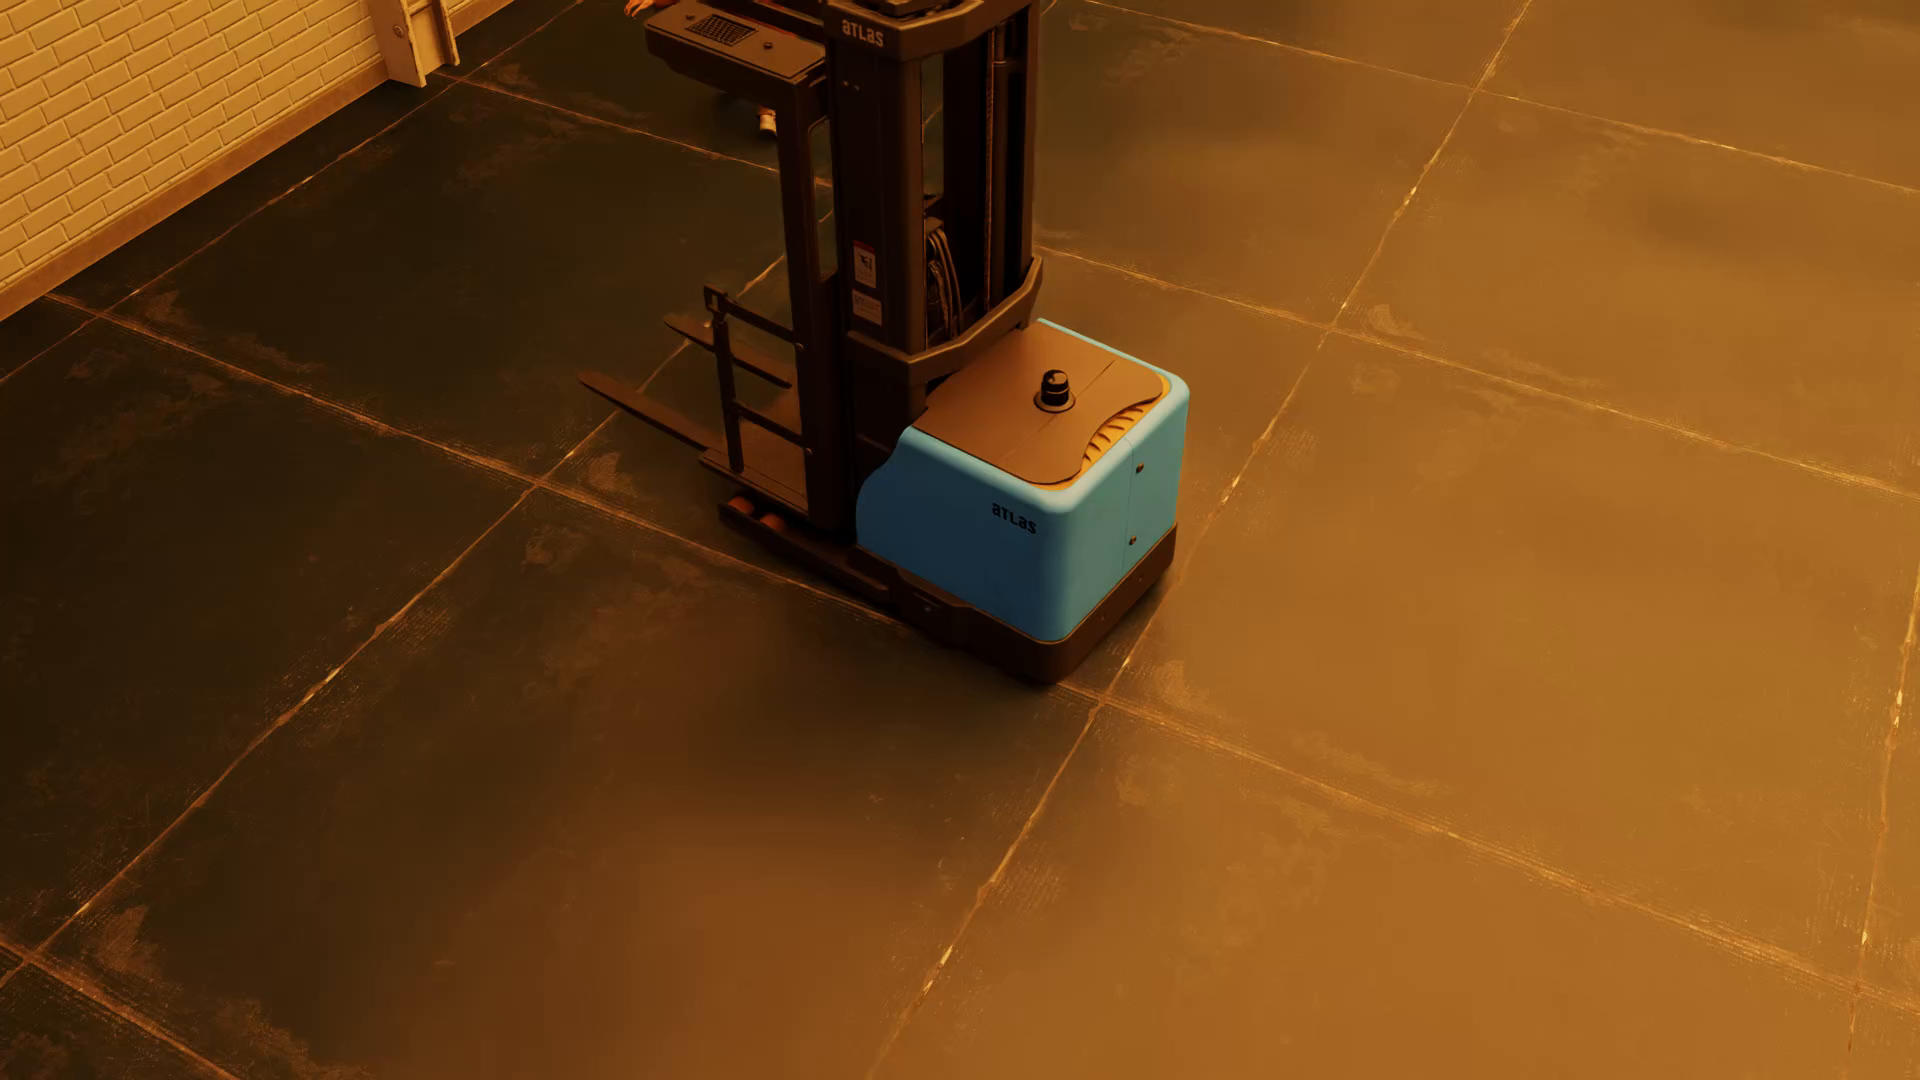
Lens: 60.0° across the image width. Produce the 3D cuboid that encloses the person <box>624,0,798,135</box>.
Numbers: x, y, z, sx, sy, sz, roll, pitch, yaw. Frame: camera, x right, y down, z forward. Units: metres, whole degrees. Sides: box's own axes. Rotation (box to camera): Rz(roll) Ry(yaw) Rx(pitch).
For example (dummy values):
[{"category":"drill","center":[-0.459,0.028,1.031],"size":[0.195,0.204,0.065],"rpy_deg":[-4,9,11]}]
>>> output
[{"category":"person","center":[-1.539,-3.212,10.116],"size":[1.143,1.556,0.939],"rpy_deg":[-17,46,-17]}]

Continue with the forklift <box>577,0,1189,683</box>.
[{"category":"forklift","center":[-0.511,-1.289,7.022],"size":[3.031,2.935,1.130],"rpy_deg":[27,50,26]}]
